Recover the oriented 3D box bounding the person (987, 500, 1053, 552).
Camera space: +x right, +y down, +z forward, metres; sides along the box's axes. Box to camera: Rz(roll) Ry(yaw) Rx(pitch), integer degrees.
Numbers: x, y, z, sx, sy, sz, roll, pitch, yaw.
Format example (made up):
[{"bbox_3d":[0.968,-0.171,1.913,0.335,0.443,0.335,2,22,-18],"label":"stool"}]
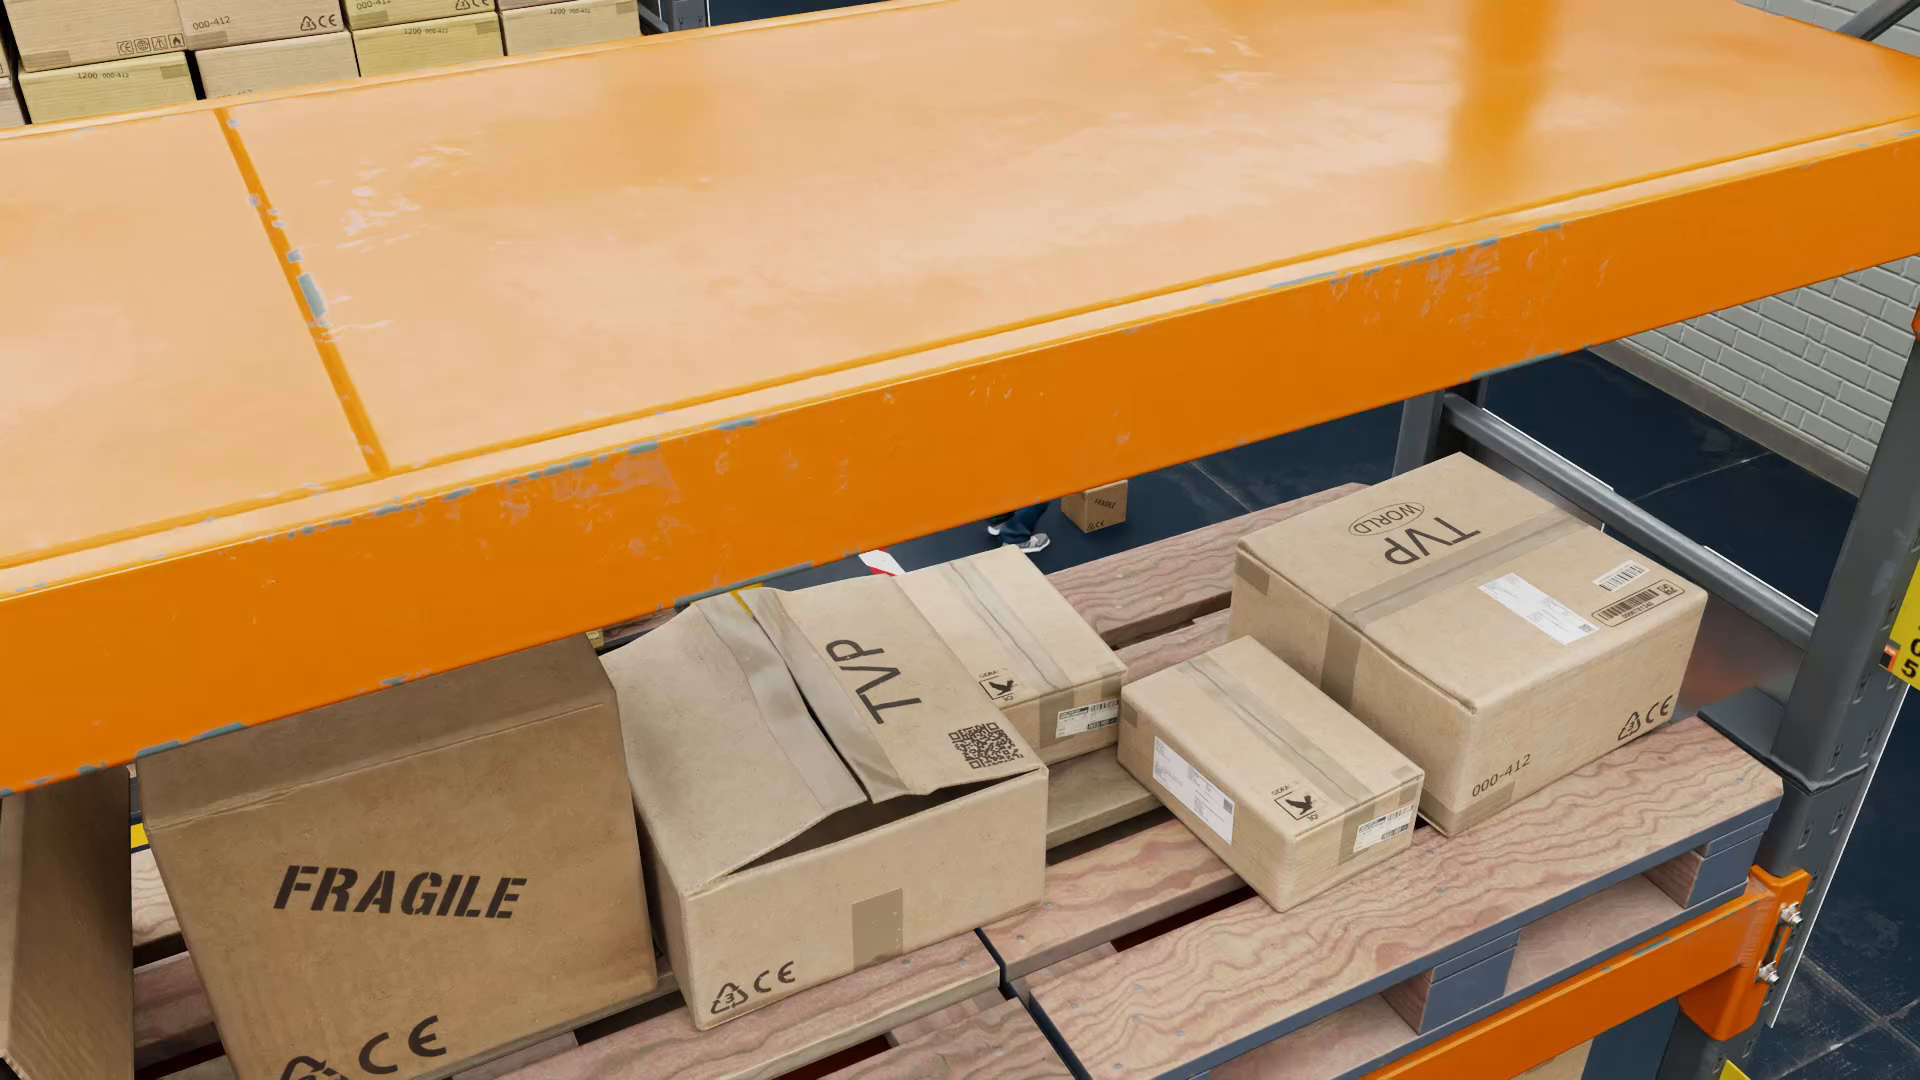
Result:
[{"bbox_3d":[0.327,-0.500,8.345,0.736,1.115,0.462,-16,37,-23],"label":"person"}]
